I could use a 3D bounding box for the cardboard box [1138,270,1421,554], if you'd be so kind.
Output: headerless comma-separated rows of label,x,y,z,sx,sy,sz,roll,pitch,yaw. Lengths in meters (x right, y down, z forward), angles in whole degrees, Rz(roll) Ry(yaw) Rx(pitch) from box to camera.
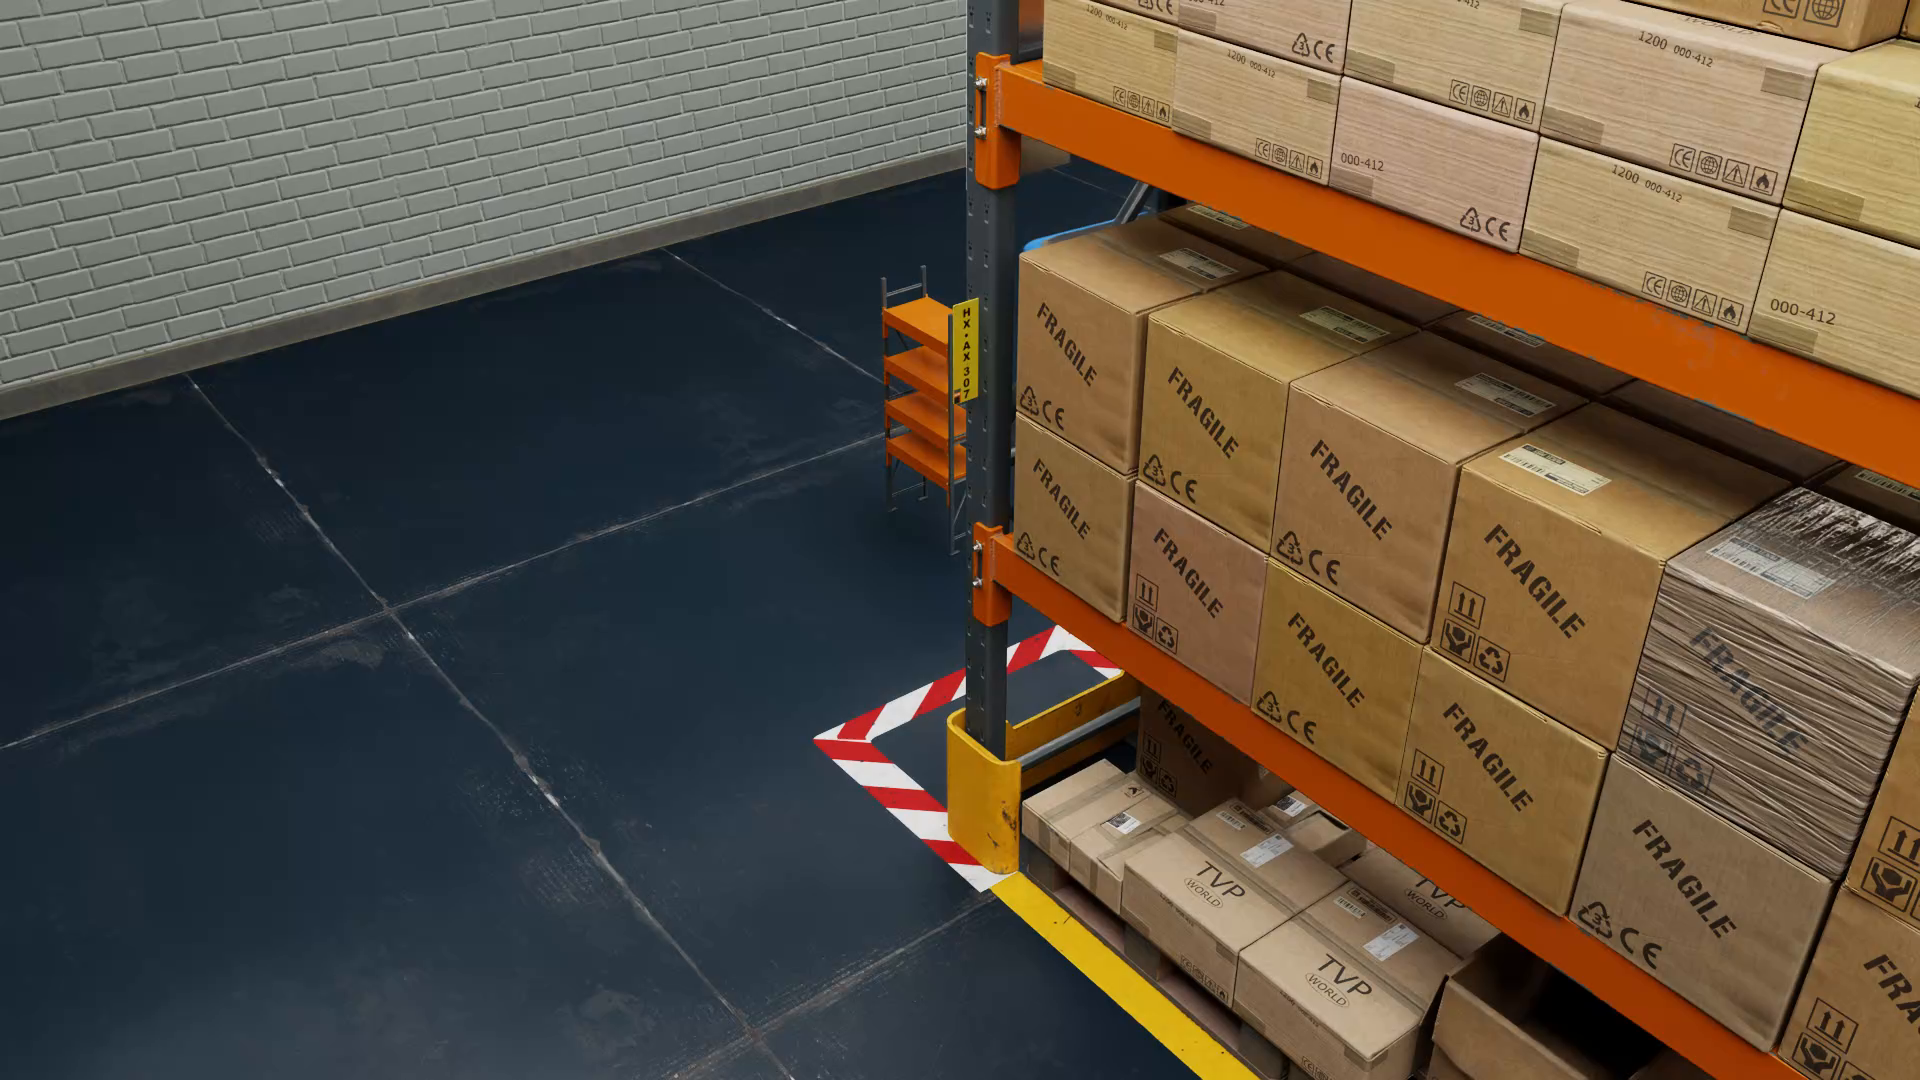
cardboard box,0.839,-0.355,4.437,0.500,0.500,0.500,-22,38,-31

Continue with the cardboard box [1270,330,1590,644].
cardboard box,1.142,-0.145,4.098,0.500,0.500,0.500,-22,38,-31

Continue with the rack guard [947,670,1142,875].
rack guard,0.495,0.720,6.117,1.175,0.500,0.348,-22,38,-31

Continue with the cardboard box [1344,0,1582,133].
cardboard box,1.171,-1.081,3.473,0.500,0.250,0.500,-22,38,-31

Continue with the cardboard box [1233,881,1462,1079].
cardboard box,1.171,1.343,4.934,0.500,0.250,0.500,-22,38,-31

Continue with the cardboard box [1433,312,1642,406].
cardboard box,1.571,-0.320,4.379,0.500,0.500,0.500,-21,38,-30

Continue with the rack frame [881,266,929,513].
rack frame,-0.251,-0.680,7.708,0.240,1.200,0.015,-22,38,-31

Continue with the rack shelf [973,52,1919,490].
rack shelf,1.675,-0.509,3.565,1.077,0.370,4.000,-22,38,-31

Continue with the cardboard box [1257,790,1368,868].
cardboard box,1.154,0.988,5.585,0.380,0.166,0.250,-22,38,-31

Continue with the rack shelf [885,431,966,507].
rack shelf,-0.102,-0.353,7.685,0.258,0.148,0.480,-22,38,-31

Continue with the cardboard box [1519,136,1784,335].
cardboard box,1.479,-0.661,3.271,0.500,0.250,0.500,-22,38,-31

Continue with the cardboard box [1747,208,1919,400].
cardboard box,1.782,-0.451,2.933,0.500,0.250,0.500,-22,38,-31

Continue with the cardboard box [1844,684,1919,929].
cardboard box,2.071,0.487,3.081,0.500,0.500,0.500,-23,39,-32

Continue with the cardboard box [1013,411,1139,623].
cardboard box,0.512,-0.146,5.047,0.500,0.500,0.500,-21,38,-30

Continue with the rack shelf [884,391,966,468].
rack shelf,-0.101,-0.522,7.580,0.258,0.148,0.480,-22,38,-31

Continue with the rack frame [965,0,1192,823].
rack frame,0.449,-0.374,5.509,1.000,3.000,0.127,-22,38,-31

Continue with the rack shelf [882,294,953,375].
rack shelf,-0.101,-0.913,7.337,0.258,0.148,0.480,-22,38,-31

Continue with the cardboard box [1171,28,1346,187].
cardboard box,0.859,-1.075,3.937,0.500,0.250,0.500,-22,38,-31

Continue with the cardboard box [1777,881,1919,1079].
cardboard box,2.075,0.911,3.345,0.500,0.500,0.500,-21,38,-30

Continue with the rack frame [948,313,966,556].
rack frame,0.048,-0.477,7.381,0.240,1.200,0.015,-22,38,-31

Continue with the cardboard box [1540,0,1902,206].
cardboard box,1.474,-0.872,3.136,0.500,0.250,0.500,-22,38,-31

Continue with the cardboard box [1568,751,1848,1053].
cardboard box,1.758,0.698,3.689,0.500,0.500,0.500,-21,38,-30

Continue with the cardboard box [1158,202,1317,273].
cardboard box,0.939,-0.744,5.063,0.500,0.500,0.500,-23,38,-32

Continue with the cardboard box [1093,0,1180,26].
cardboard box,0.558,-1.498,4.145,0.500,0.250,0.500,-22,38,-31

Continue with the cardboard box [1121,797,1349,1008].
cardboard box,0.865,1.134,5.270,0.500,0.250,0.500,-22,38,-31

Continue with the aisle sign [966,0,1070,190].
aisle sign,0.175,-1.411,4.716,0.394,0.787,0.004,-22,38,-31

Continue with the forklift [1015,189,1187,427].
forklift,1.798,-1.990,8.175,3.031,2.935,1.130,-19,37,-28

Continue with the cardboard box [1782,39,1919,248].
cardboard box,1.780,-0.663,2.800,0.500,0.250,0.500,-22,38,-31

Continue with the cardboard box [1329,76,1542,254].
cardboard box,1.167,-0.867,3.603,0.500,0.250,0.500,-22,38,-31

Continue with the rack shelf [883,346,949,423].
rack shelf,-0.101,-0.712,7.462,0.258,0.148,0.480,-22,38,-31

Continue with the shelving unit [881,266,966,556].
shelving unit,-0.101,-0.579,7.545,0.258,1.200,0.503,-22,38,-31

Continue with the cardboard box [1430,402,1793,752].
cardboard box,1.454,0.066,3.758,0.500,0.500,0.500,-23,38,-32

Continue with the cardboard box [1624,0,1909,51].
cardboard box,1.640,-1.258,3.047,0.700,0.500,0.500,-22,38,-31

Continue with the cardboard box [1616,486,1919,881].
cardboard box,1.762,0.276,3.419,0.500,0.500,0.500,-22,38,-31

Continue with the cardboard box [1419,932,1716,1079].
cardboard box,1.745,1.386,4.625,0.797,0.503,0.637,-22,38,-31

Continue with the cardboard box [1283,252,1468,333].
cardboard box,1.249,-0.534,4.724,0.500,0.500,0.500,-21,38,-30

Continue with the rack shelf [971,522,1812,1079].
rack shelf,1.675,0.765,4.356,1.077,0.370,4.000,-22,38,-31

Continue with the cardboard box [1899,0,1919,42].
cardboard box,2.067,-1.099,2.791,0.700,0.500,0.500,-22,38,-31

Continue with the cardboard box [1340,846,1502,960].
cardboard box,1.535,1.160,5.228,0.500,0.250,0.500,-22,38,-31

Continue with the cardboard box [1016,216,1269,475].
cardboard box,0.512,-0.571,4.783,0.500,0.500,0.500,-21,38,-30

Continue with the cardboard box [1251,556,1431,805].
cardboard box,1.138,0.278,4.365,0.500,0.500,0.500,-22,38,-32

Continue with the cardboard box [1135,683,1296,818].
cardboard box,0.977,0.648,5.816,0.500,0.500,0.500,-22,38,-31

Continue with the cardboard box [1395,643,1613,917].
cardboard box,1.444,0.486,4.029,0.500,0.500,0.500,-22,38,-31

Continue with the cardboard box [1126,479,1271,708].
cardboard box,0.833,0.067,4.704,0.500,0.500,0.500,-23,38,-32

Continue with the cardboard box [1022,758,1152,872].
cardboard box,0.434,0.936,5.685,0.380,0.149,0.250,-22,38,-31

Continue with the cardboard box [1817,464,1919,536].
cardboard box,2.203,0.109,3.688,0.500,0.500,0.500,-24,39,-33

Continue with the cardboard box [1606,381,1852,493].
cardboard box,1.886,-0.105,4.034,0.500,0.500,0.500,-21,38,-30

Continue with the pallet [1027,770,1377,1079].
pallet,0.985,1.175,5.659,1.003,0.211,1.213,-22,38,-31

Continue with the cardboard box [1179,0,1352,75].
cardboard box,0.859,-1.288,3.805,0.500,0.250,0.500,-22,38,-31

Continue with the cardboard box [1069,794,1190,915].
cardboard box,0.587,1.033,5.512,0.380,0.166,0.250,-22,38,-31

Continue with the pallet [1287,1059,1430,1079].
pallet,1.729,1.683,4.841,1.003,0.211,1.213,-22,38,-31

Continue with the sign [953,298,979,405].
sign,0.020,-0.566,4.997,0.100,0.325,0.005,-22,38,-31

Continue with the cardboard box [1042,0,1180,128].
cardboard box,0.563,-1.288,4.280,0.500,0.250,0.500,-22,38,-31
